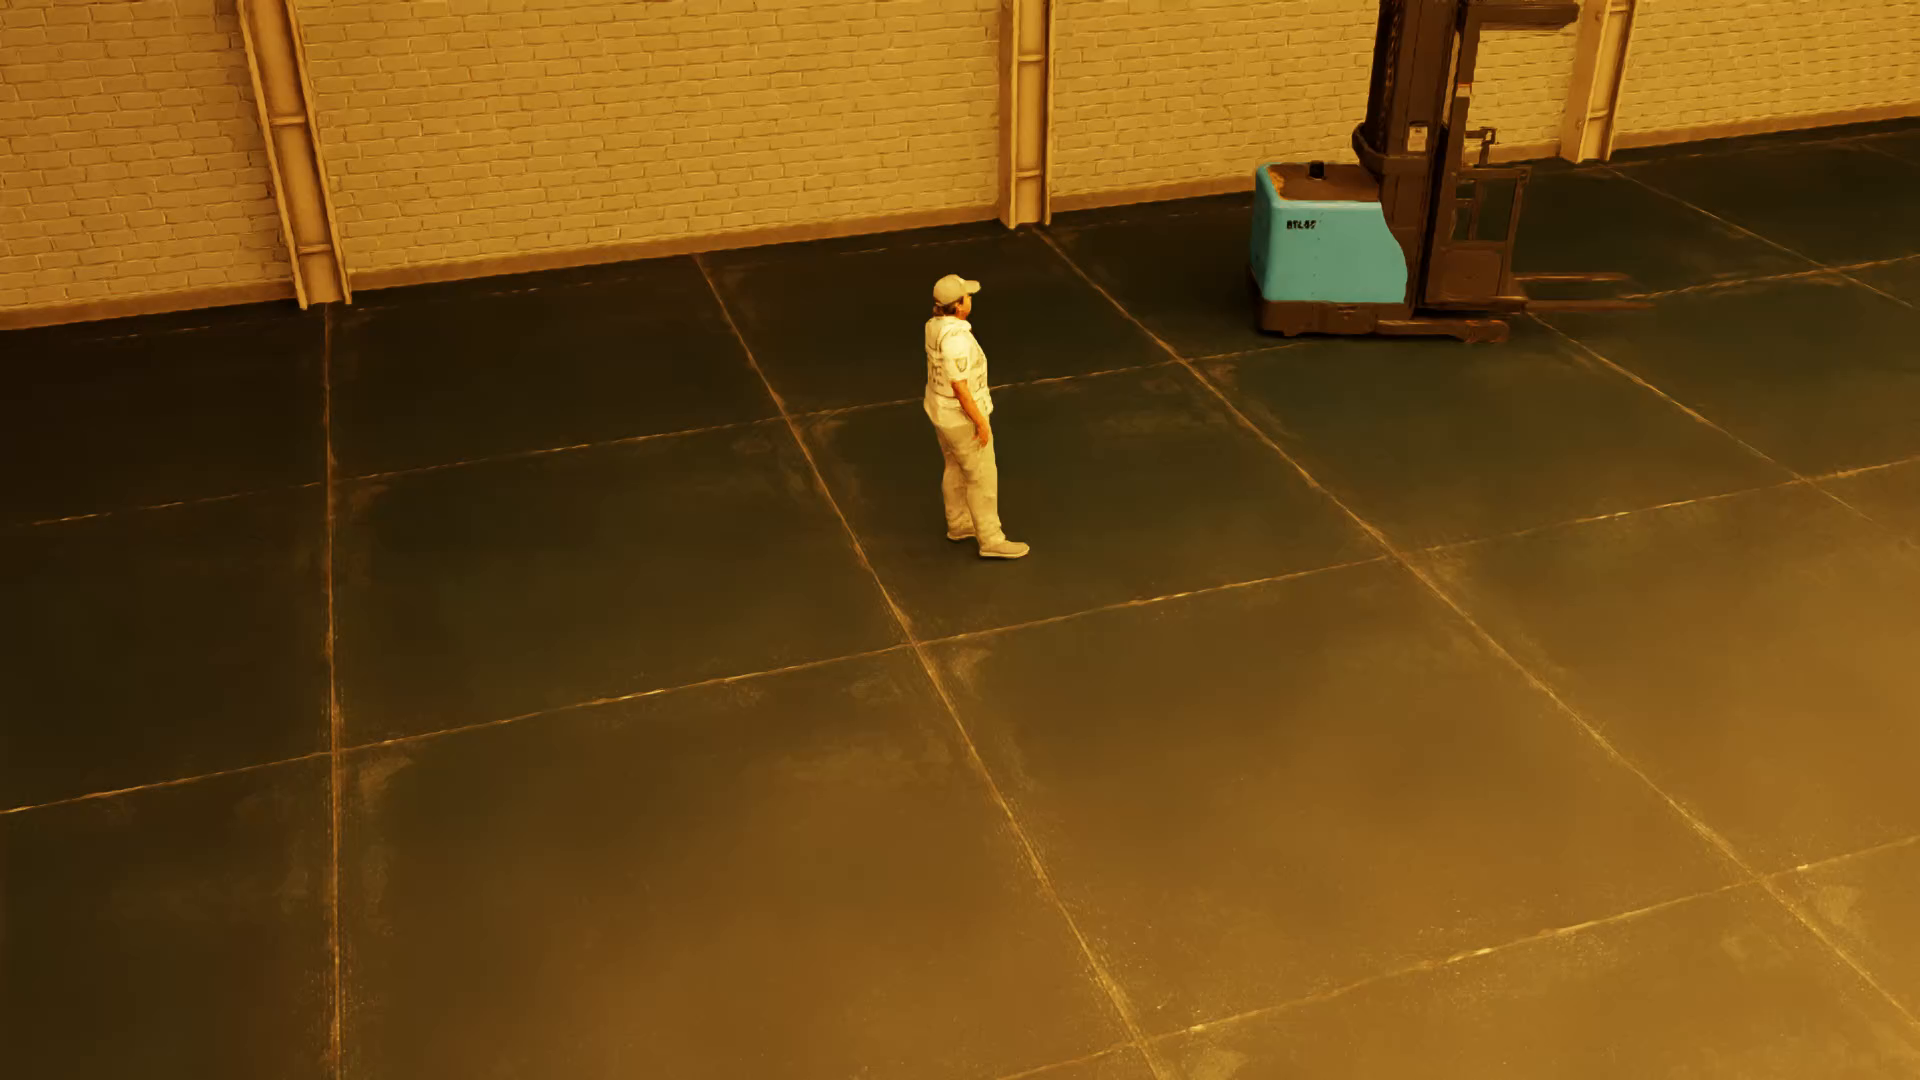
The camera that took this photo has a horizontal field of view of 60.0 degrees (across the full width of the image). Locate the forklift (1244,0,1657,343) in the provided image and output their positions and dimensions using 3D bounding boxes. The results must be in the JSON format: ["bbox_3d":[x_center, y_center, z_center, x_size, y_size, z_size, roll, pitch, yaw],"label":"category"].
[{"bbox_3d":[3.806,-3.039,12.369,3.031,2.935,1.130,1,30,1],"label":"forklift"}]

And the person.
[{"bbox_3d":[0.080,-0.730,9.609,0.529,1.669,0.598,-10,31,-16],"label":"person"}]
